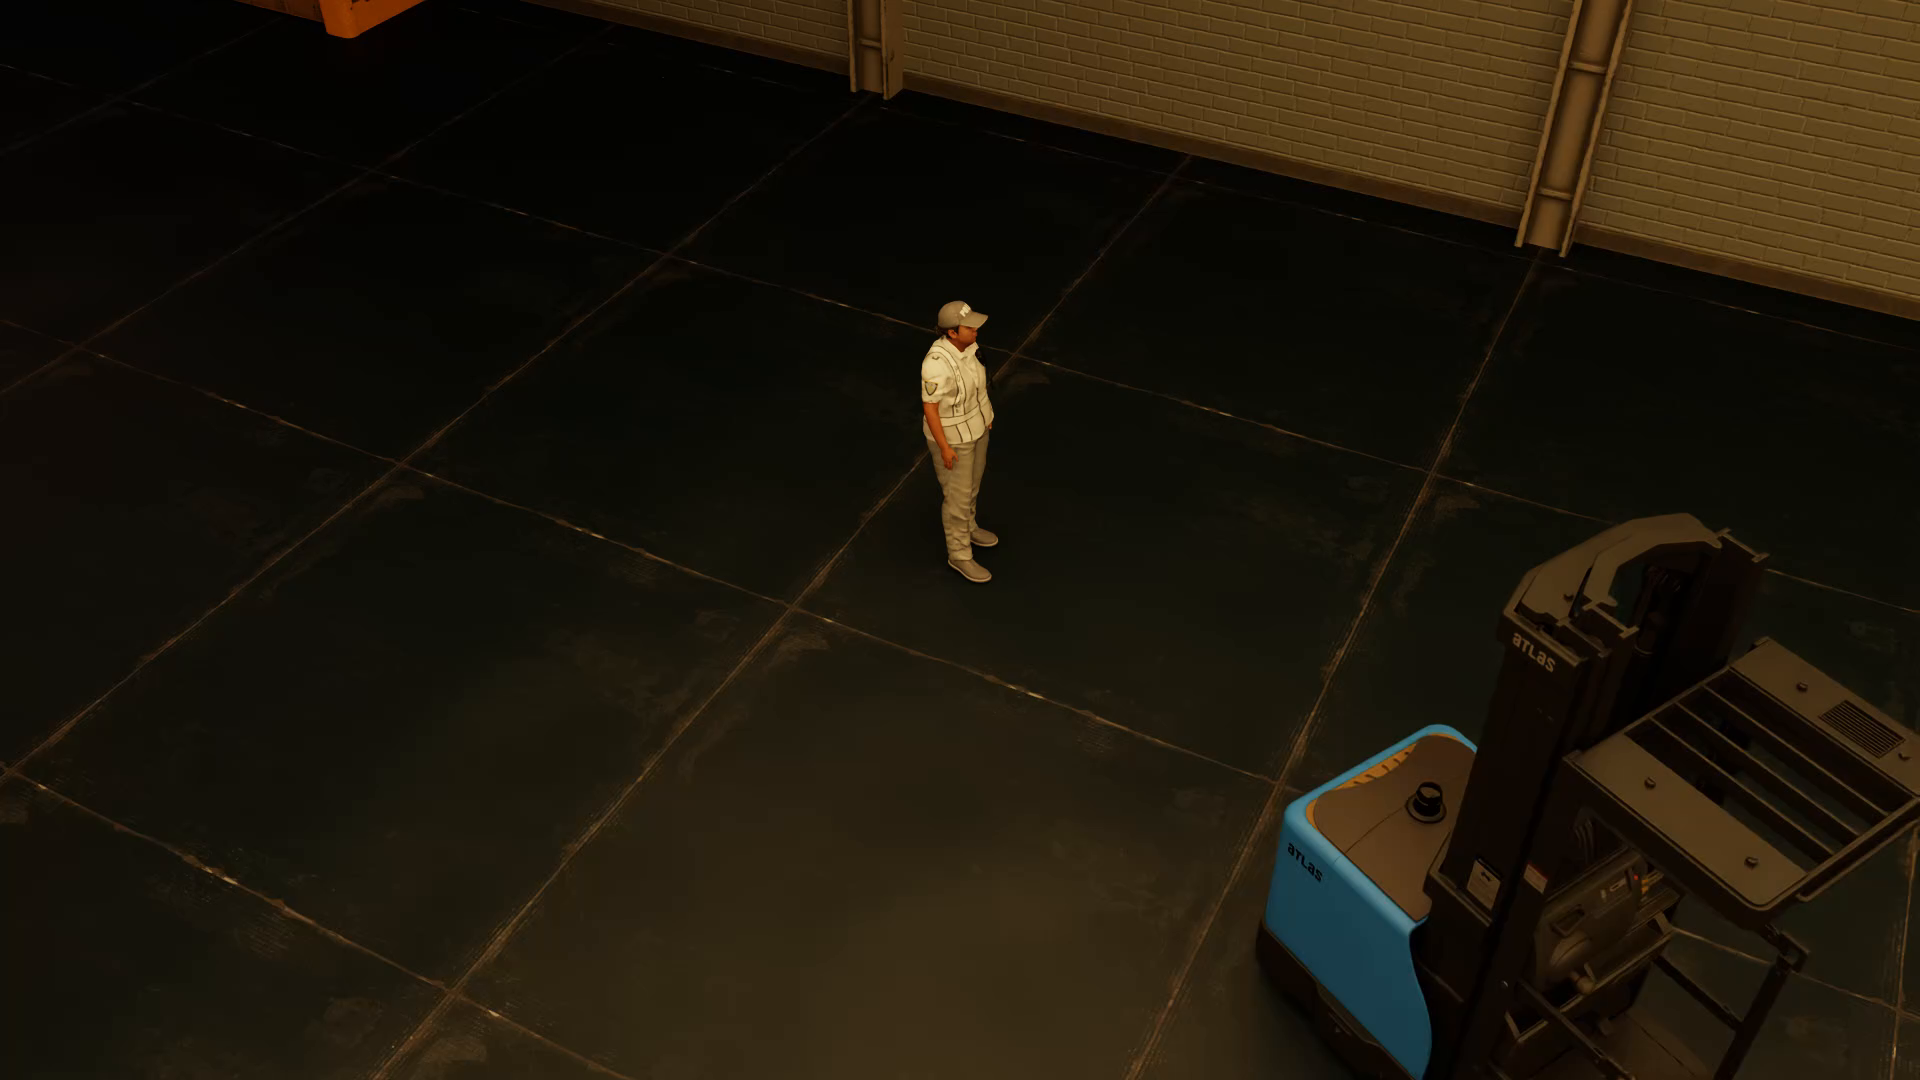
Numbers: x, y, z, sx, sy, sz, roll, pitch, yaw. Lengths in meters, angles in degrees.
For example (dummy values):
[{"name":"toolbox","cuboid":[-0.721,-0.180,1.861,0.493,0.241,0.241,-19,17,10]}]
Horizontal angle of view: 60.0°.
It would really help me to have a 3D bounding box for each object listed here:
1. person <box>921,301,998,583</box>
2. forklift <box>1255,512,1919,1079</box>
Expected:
[{"name":"person","cuboid":[0.057,-0.607,9.678,0.529,1.670,0.598,18,43,21]},{"name":"forklift","cuboid":[2.625,1.482,6.227,1.130,2.935,3.031,-23,45,-25]}]
